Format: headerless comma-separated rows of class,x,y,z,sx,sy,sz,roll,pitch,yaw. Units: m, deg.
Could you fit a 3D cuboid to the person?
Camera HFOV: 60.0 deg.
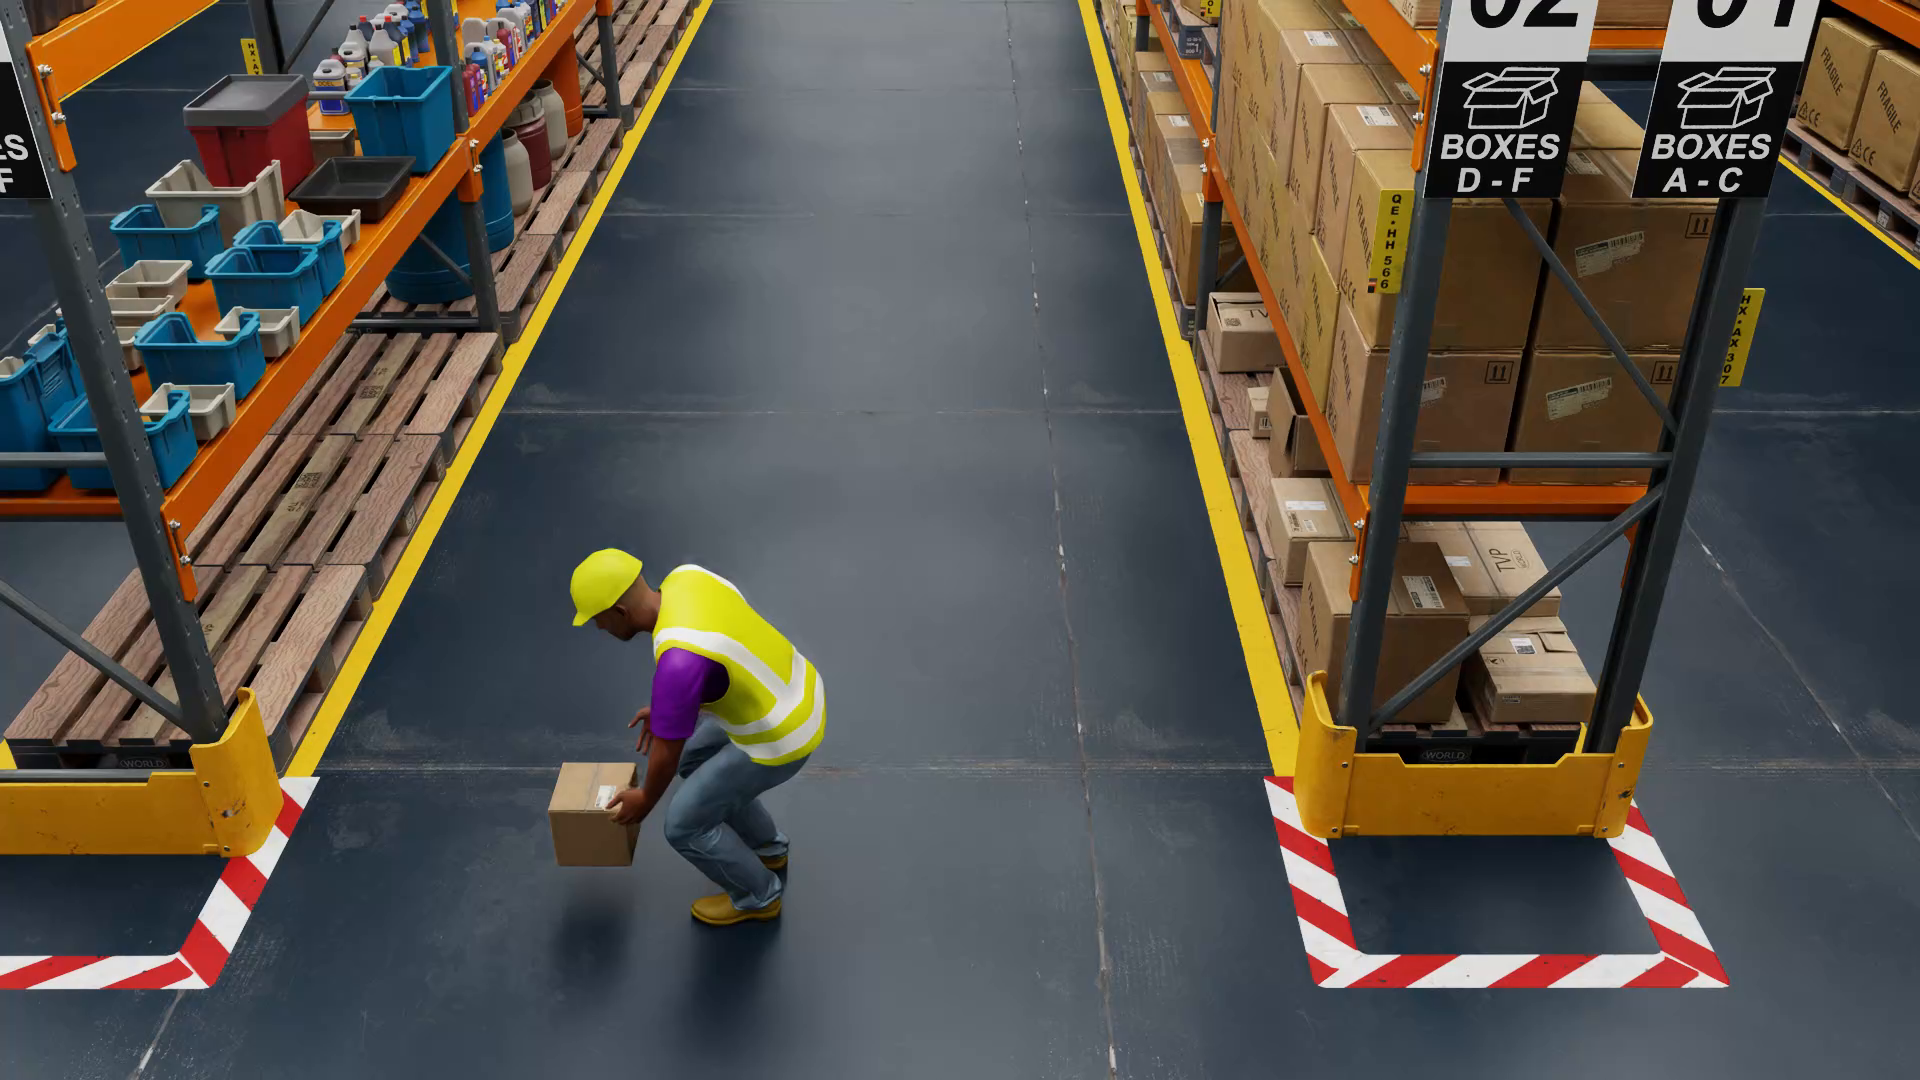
person,-1.850,-3.299,11.874,2.793,1.405,15.757,0,31,0
